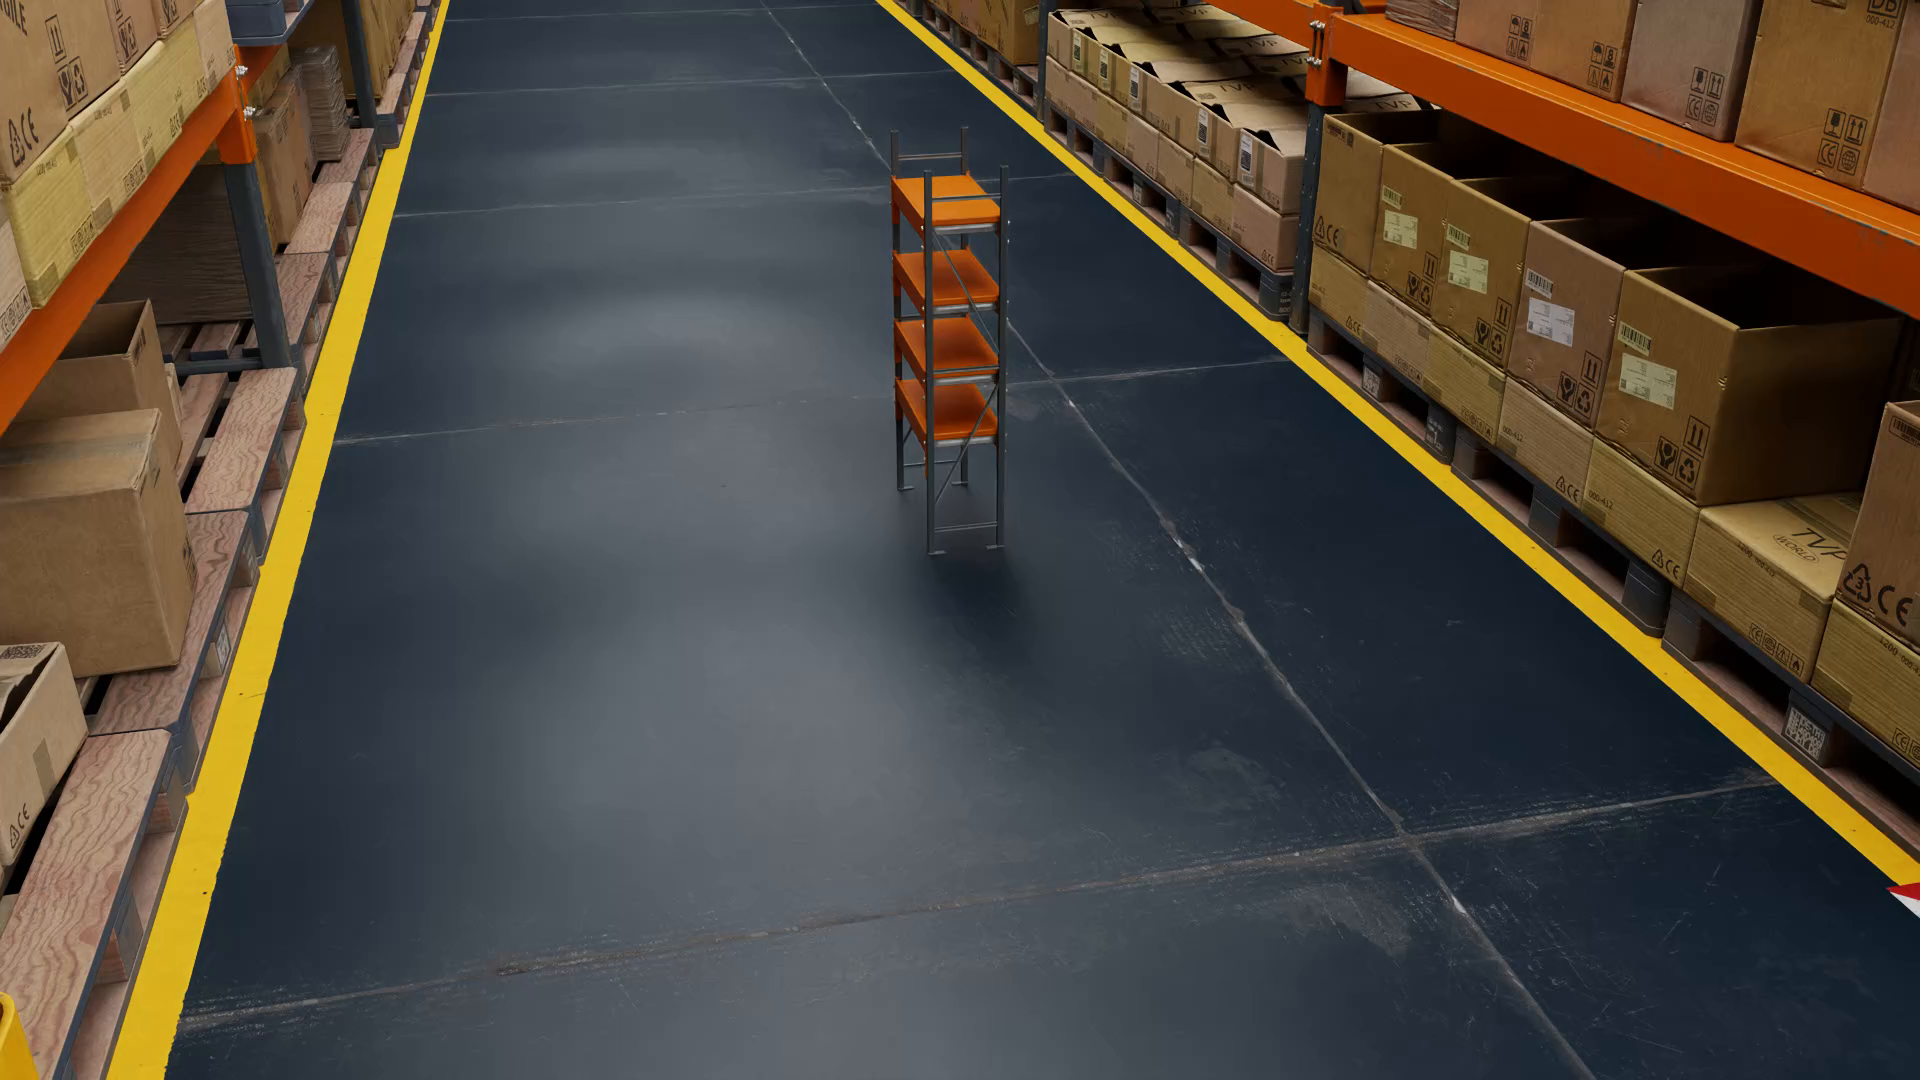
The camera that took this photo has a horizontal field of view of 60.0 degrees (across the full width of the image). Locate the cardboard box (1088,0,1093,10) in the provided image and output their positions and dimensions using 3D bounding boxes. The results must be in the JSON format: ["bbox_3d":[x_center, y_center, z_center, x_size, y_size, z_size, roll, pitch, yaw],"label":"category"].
[{"bbox_3d":[1.038,-3.556,11.252,0.500,0.500,0.500,-7,28,-13],"label":"cardboard box"}]

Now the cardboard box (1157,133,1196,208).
[{"bbox_3d":[1.283,-1.821,8.114,0.500,0.250,0.500,-5,27,-10],"label":"cardboard box"}]

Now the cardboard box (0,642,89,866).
[{"bbox_3d":[-2.234,0.440,3.545,0.500,0.311,0.500,-4,27,-7],"label":"cardboard box"}]

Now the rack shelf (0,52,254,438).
[{"bbox_3d":[-2.488,-0.558,3.824,1.077,0.370,4.000,-6,27,-12],"label":"rack shelf"}]

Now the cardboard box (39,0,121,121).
[{"bbox_3d":[-2.192,-1.188,3.588,0.500,0.500,0.500,-5,27,-10],"label":"cardboard box"}]

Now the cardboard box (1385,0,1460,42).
[{"bbox_3d":[1.993,-2.112,5.994,0.700,0.500,0.500,-7,28,-13],"label":"cardboard box"}]

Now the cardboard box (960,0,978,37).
[{"bbox_3d":[0.305,-3.942,12.016,0.500,0.500,0.500,-7,28,-14],"label":"cardboard box"}]

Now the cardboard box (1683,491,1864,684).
[{"bbox_3d":[2.255,0.111,4.287,0.500,0.250,0.500,-6,27,-12],"label":"cardboard box"}]

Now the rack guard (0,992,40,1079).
[{"bbox_3d":[-2.054,1.082,2.552,1.175,0.500,0.348,-6,27,-12],"label":"rack guard"}]

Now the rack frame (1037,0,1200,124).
[{"bbox_3d":[0.985,-4.017,9.880,1.000,3.000,0.127,-6,27,-12],"label":"rack frame"}]

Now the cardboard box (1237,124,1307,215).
[{"bbox_3d":[1.516,-1.620,7.095,0.500,0.311,0.500,-6,27,-12],"label":"cardboard box"}]

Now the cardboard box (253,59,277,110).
[{"bbox_3d":[-3.439,-2.135,7.605,0.500,0.250,0.500,-6,27,-12],"label":"cardboard box"}]

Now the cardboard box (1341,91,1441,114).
[{"bbox_3d":[1.928,-1.899,7.646,0.500,0.311,0.500,-6,27,-12],"label":"cardboard box"}]

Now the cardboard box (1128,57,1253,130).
[{"bbox_3d":[1.173,-2.288,8.418,0.500,0.311,0.500,-6,27,-12],"label":"cardboard box"}]

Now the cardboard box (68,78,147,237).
[{"bbox_3d":[-2.190,-0.862,3.773,0.500,0.250,0.500,-6,27,-11],"label":"cardboard box"}]

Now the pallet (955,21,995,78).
[{"bbox_3d":[0.582,-3.639,12.225,1.003,0.211,1.213,-6,27,-12],"label":"pallet"}]

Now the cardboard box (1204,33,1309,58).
[{"bbox_3d":[1.578,-2.573,8.983,0.500,0.311,0.500,-6,27,-12],"label":"cardboard box"}]

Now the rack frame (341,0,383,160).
[{"bbox_3d":[-3.840,-3.513,8.881,1.000,3.000,0.127,-6,27,-12],"label":"rack frame"}]

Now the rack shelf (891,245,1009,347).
[{"bbox_3d":[-0.037,-0.748,5.053,0.258,0.148,0.480,-6,27,-12],"label":"rack shelf"}]

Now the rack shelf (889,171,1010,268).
[{"bbox_3d":[-0.037,-0.959,4.947,0.258,0.148,0.480,-6,27,-12],"label":"rack shelf"}]

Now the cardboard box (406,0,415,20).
[{"bbox_3d":[-4.469,-4.224,12.210,0.750,0.750,0.750,-6,27,-11],"label":"cardboard box"}]

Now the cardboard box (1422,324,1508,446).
[{"bbox_3d":[1.911,-0.547,5.590,0.500,0.250,0.500,-6,27,-12],"label":"cardboard box"}]

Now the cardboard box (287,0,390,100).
[{"bbox_3d":[-3.878,-3.077,9.936,0.750,0.750,0.750,-6,27,-12],"label":"cardboard box"}]

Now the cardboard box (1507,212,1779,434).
[{"bbox_3d":[2.026,-0.662,4.987,0.500,0.500,0.500,-6,27,-12],"label":"cardboard box"}]

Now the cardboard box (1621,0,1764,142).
[{"bbox_3d":[2.344,-1.436,4.654,0.700,0.500,0.500,-5,27,-10],"label":"cardboard box"}]

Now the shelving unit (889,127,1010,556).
[{"bbox_3d":[-0.037,-0.608,5.124,0.258,1.200,0.503,-6,27,-12],"label":"shelving unit"}]

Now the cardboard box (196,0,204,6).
[{"bbox_3d":[-2.531,-1.857,4.913,0.500,0.500,0.500,-6,27,-12],"label":"cardboard box"}]

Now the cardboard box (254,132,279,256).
[{"bbox_3d":[-3.286,-1.380,6.942,0.700,0.500,0.500,-6,27,-13],"label":"cardboard box"}]

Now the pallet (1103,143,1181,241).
[{"bbox_3d":[1.404,-1.873,8.726,1.003,0.211,1.213,-6,27,-12],"label":"pallet"}]

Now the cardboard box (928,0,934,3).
[{"bbox_3d":[-0.045,-4.617,13.354,0.500,0.500,0.500,-7,28,-14],"label":"cardboard box"}]

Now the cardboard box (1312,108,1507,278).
[{"bbox_3d":[1.686,-1.321,6.291,0.500,0.500,0.500,-6,27,-12],"label":"cardboard box"}]

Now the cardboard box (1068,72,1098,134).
[{"bbox_3d":[0.931,-2.497,9.454,0.500,0.250,0.500,-7,28,-13],"label":"cardboard box"}]

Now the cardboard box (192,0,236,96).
[{"bbox_3d":[-2.537,-1.522,5.080,0.500,0.250,0.500,-6,27,-11],"label":"cardboard box"}]

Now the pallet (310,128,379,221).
[{"bbox_3d":[-3.666,-1.925,8.829,1.003,0.211,1.213,-6,27,-12],"label":"pallet"}]

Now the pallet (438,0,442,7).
[{"bbox_3d":[-5.115,-4.902,14.728,1.003,0.211,1.213,-6,27,-12],"label":"pallet"}]

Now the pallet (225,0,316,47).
[{"bbox_3d":[-2.969,-2.021,6.139,1.003,0.211,1.213,-6,27,-12],"label":"pallet"}]

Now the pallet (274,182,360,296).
[{"bbox_3d":[-3.394,-1.390,7.770,1.003,0.211,1.213,-6,27,-12],"label":"pallet"}]

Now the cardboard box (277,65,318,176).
[{"bbox_3d":[-3.624,-2.044,8.258,0.700,0.500,0.500,-6,27,-12],"label":"cardboard box"}]

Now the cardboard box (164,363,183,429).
[{"bbox_3d":[-2.789,-0.456,5.482,0.380,0.166,0.250,-10,28,-18],"label":"cardboard box"}]

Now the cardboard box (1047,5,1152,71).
[{"bbox_3d":[0.817,-2.968,9.764,0.500,0.311,0.500,-5,27,-10],"label":"cardboard box"}]

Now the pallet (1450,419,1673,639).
[{"bbox_3d":[2.303,-0.127,5.266,1.003,0.211,1.213,-6,27,-12],"label":"pallet"}]
